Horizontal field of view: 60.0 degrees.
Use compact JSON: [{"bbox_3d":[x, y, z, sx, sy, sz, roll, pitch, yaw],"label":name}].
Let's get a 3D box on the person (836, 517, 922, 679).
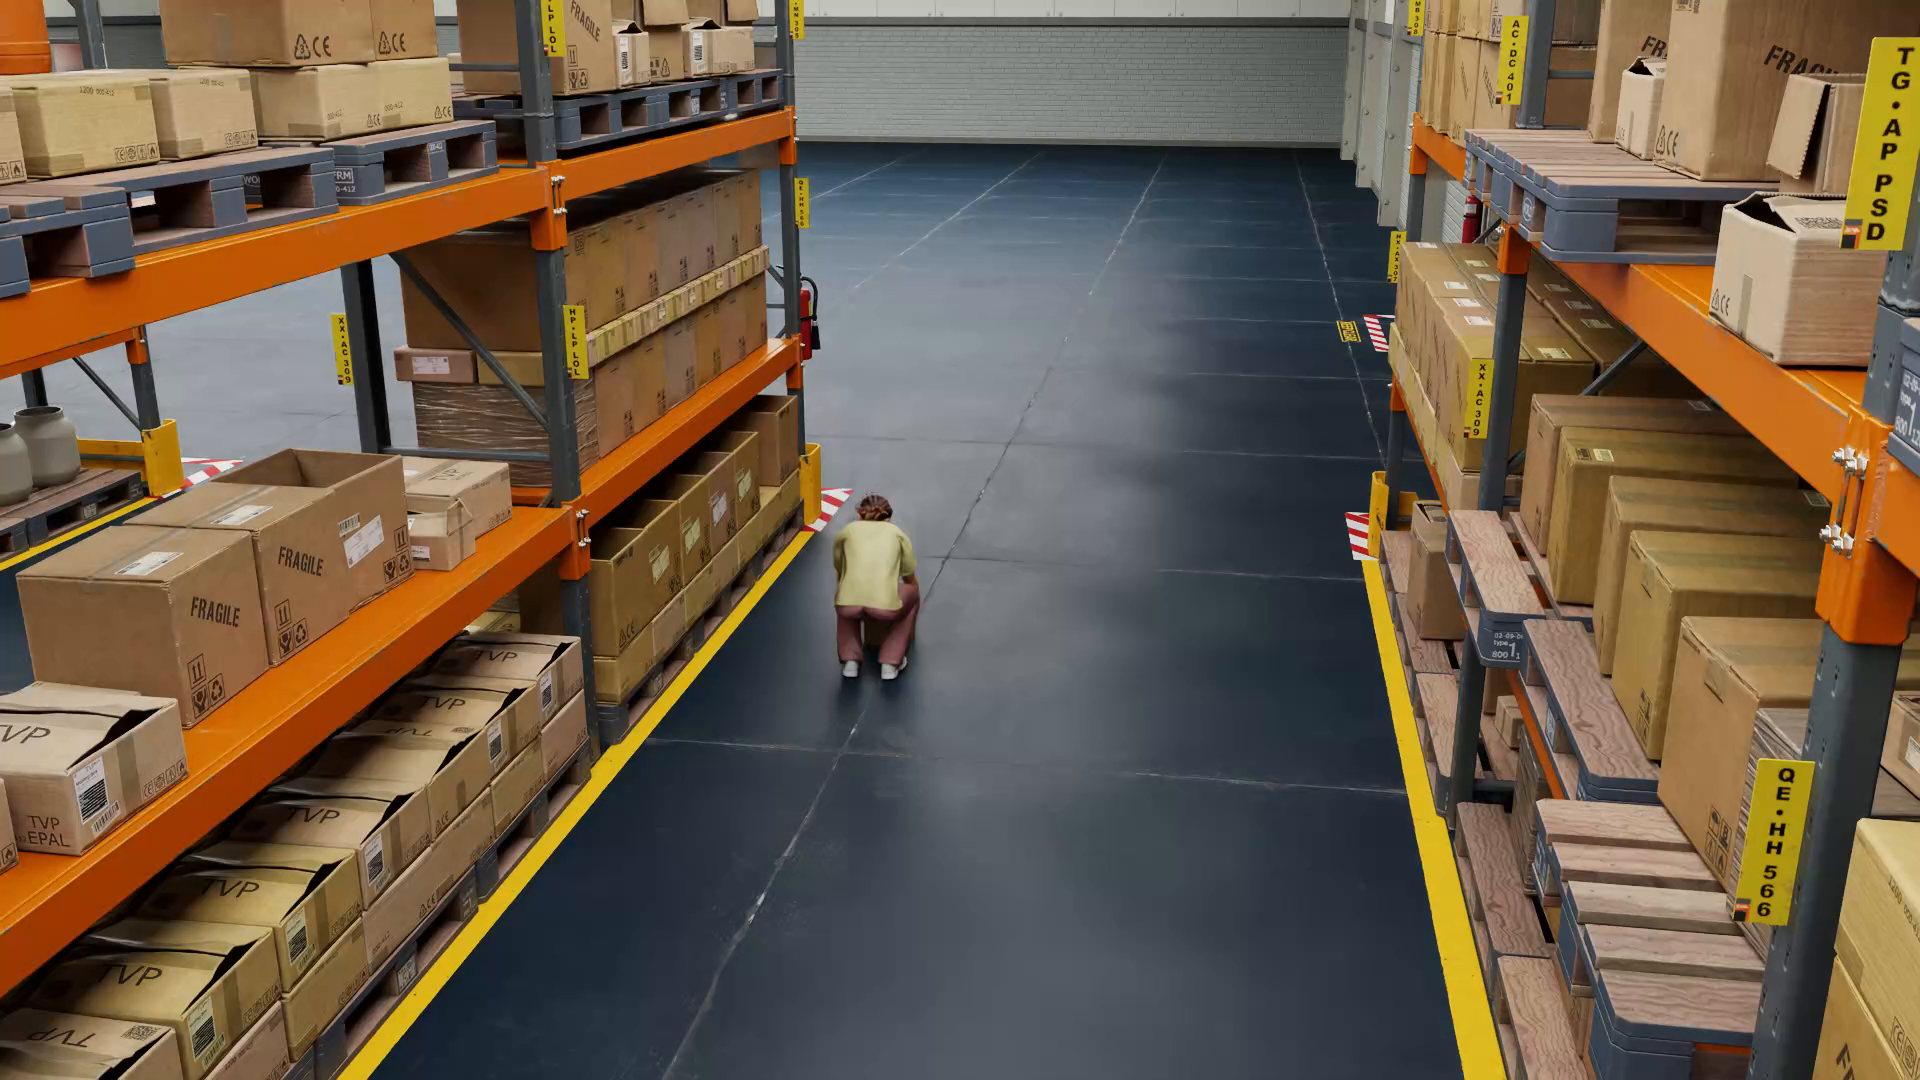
[{"bbox_3d":[-0.460,0.344,9.141,0.477,0.790,0.834,3,18,8],"label":"person"}]
